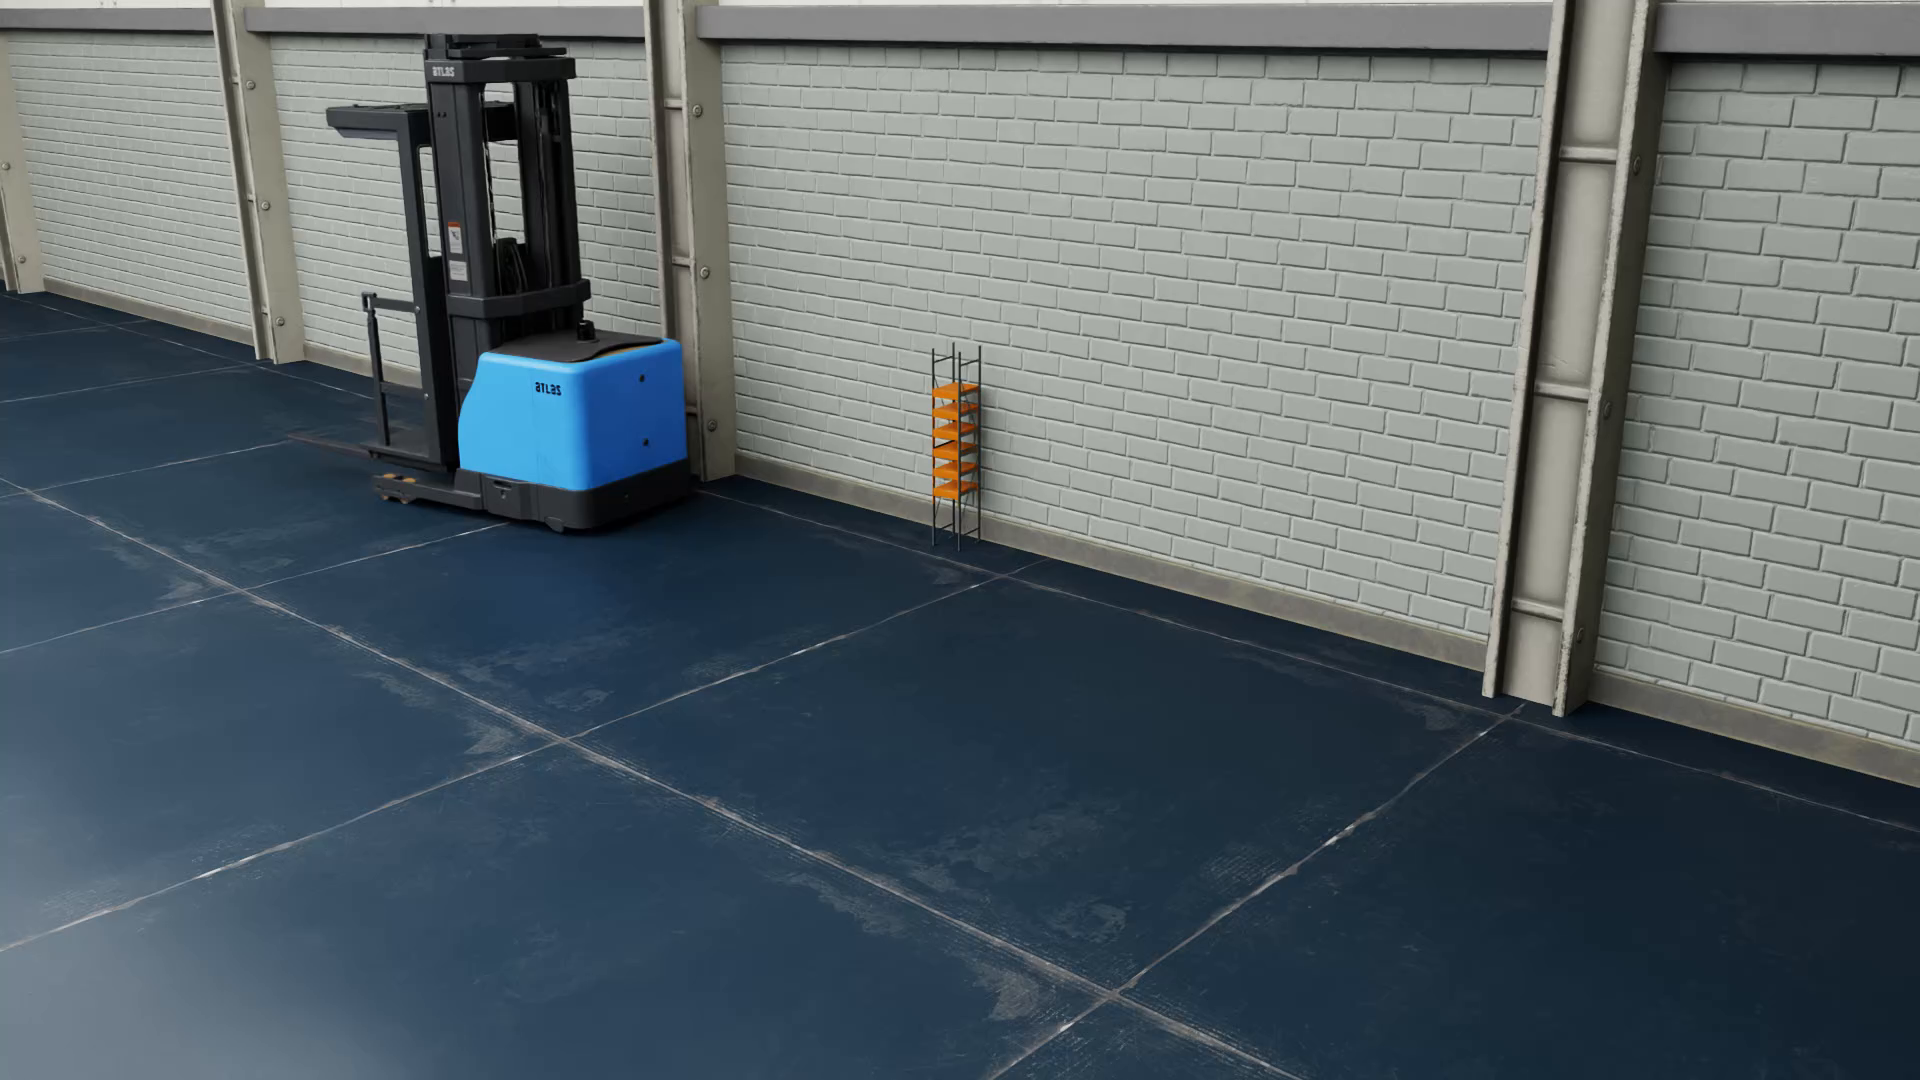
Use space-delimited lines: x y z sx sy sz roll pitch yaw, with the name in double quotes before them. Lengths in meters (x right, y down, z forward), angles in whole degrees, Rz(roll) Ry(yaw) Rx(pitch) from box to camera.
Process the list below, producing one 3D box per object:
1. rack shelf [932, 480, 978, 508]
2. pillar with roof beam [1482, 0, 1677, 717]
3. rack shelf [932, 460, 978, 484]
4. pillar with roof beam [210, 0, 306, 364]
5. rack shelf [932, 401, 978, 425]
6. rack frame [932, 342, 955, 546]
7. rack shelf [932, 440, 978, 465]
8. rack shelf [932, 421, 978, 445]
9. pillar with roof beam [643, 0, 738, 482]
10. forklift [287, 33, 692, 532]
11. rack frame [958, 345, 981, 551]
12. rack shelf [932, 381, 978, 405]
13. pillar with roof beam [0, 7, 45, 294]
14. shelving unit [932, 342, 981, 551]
"rack shelf" -0.020 -0.281 9.952 0.180 0.103 0.258 11 20 31
"pillar with roof beam" -0.157 -2.582 3.370 0.400 9.000 9.100 15 23 39
"rack shelf" -0.020 -0.395 9.916 0.180 0.103 0.258 11 20 31
"pillar with roof beam" -9.132 -4.991 10.962 0.400 9.000 9.100 15 23 39
"rack shelf" -0.020 -0.739 9.808 0.180 0.103 0.258 11 20 31
"rack frame" -0.097 -0.567 9.914 0.006 1.200 0.240 11 20 31
"rack shelf" -0.020 -0.510 9.880 0.180 0.103 0.258 11 20 31
"rack shelf" -0.020 -0.624 9.844 0.180 0.103 0.258 11 20 31
"pillar with roof beam" -4.644 -3.786 7.166 0.400 9.000 9.100 15 23 39
"forklift" -3.272 -1.759 10.809 3.031 2.935 1.130 11 21 30
"rack frame" 0.057 -0.538 9.820 0.006 1.200 0.240 11 20 31
"rack shelf" -0.020 -0.853 9.772 0.180 0.103 0.258 11 20 31
"pillar with roof beam" -13.620 -6.196 14.758 0.400 9.000 9.100 15 23 39
"shelving unit" -0.020 -0.552 9.867 0.189 1.200 0.258 11 20 31
